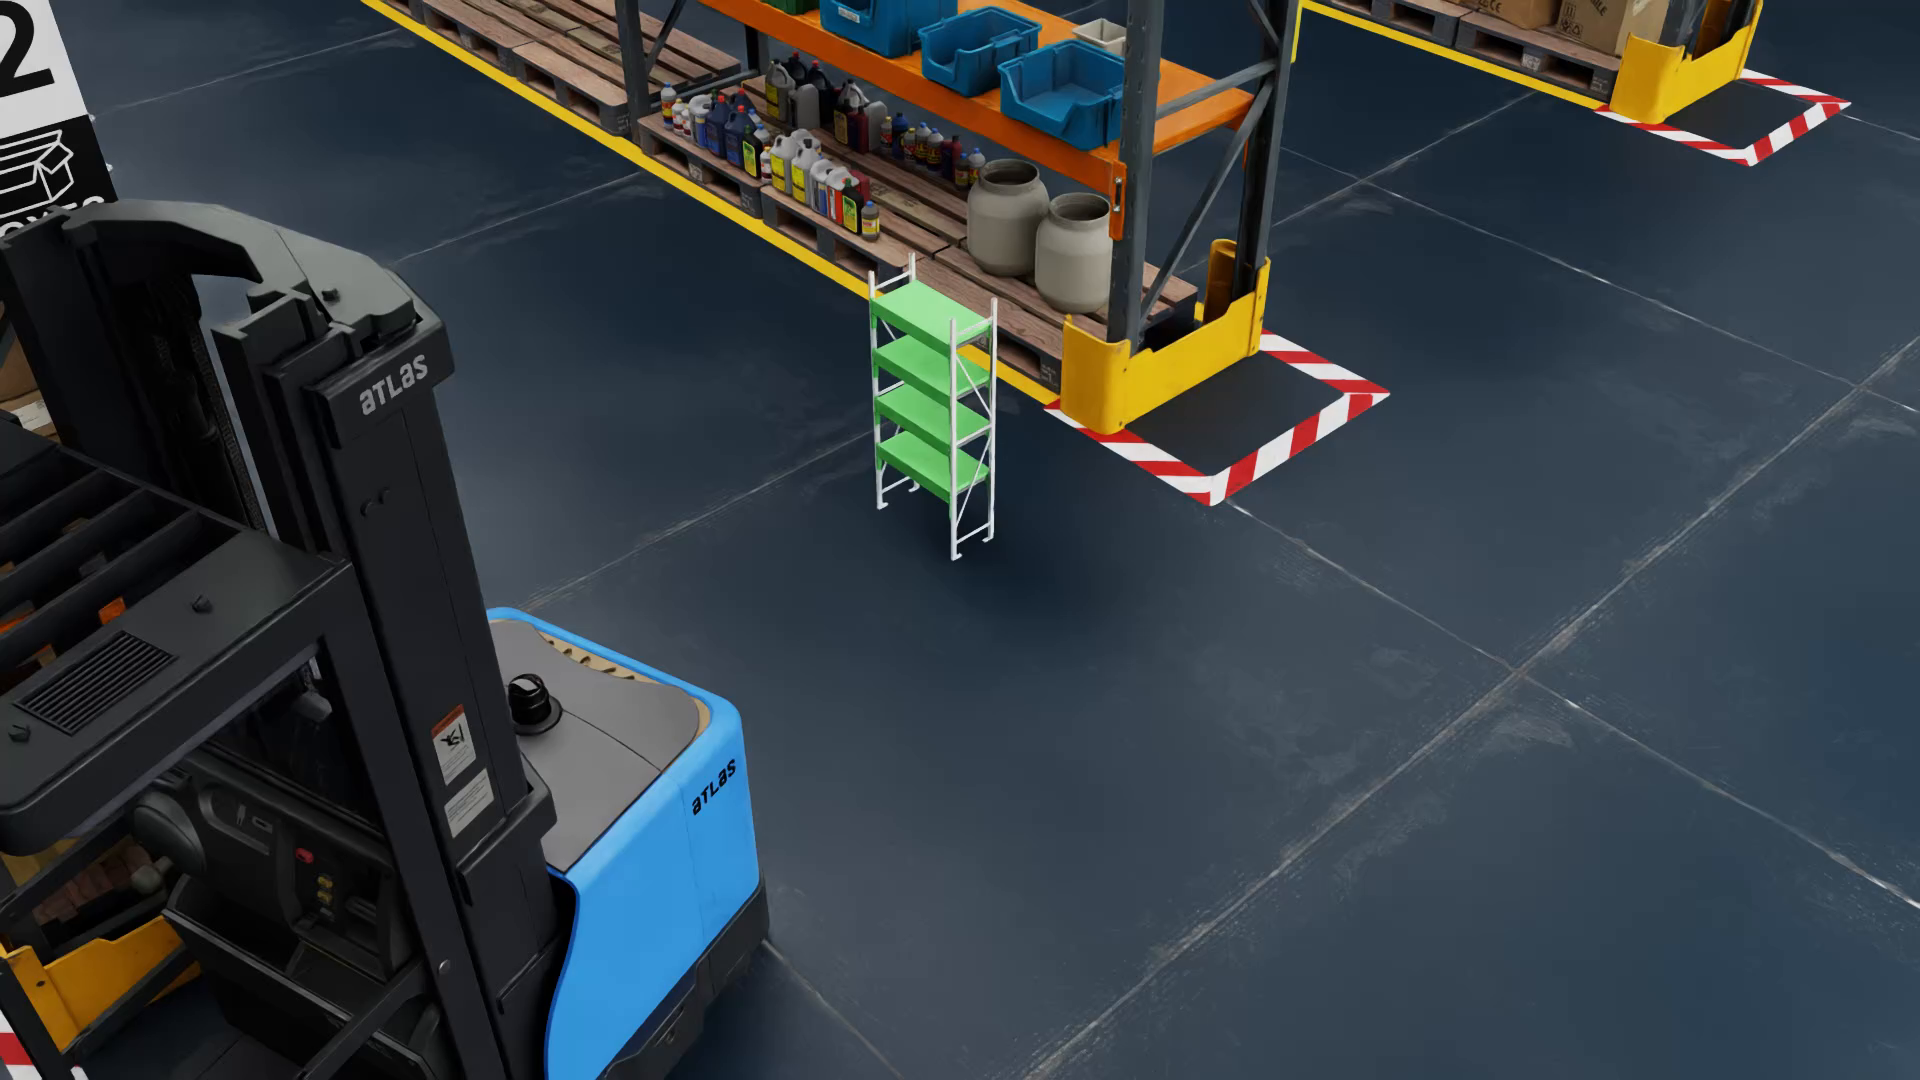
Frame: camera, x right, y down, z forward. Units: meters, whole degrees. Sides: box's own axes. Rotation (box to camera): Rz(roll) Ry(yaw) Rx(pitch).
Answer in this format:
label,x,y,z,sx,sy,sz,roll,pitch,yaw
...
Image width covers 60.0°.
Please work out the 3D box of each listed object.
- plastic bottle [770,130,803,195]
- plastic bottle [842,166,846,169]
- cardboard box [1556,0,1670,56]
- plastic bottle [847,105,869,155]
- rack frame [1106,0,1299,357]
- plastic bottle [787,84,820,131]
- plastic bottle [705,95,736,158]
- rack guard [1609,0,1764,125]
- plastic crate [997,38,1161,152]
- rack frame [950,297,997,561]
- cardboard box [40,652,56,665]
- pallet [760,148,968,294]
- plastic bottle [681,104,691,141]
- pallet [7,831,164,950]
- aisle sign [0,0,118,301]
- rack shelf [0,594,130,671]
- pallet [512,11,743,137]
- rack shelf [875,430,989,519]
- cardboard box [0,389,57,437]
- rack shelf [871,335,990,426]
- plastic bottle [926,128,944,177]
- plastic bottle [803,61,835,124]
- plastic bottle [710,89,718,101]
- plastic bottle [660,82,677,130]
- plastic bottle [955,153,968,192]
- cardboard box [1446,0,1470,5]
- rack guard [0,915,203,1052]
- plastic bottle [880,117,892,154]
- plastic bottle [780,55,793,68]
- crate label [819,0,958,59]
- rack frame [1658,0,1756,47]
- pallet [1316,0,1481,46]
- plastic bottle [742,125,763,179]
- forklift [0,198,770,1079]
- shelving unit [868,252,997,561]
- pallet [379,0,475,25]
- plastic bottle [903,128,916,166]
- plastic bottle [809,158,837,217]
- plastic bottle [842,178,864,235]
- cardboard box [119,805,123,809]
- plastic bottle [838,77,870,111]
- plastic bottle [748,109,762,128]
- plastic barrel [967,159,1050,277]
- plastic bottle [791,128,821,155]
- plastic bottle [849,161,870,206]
label,x,y,z,sx,sy,sz,roll,pitch,yaw
plastic bottle,-0.962,-2.117,9.241,0.144,0.351,0.185,-30,48,-32
plastic bottle,-0.642,-1.959,9.165,0.097,0.201,0.097,0,39,0
cardboard box,4.326,-3.551,10.914,0.500,0.500,0.500,-21,44,-24
plastic bottle,-0.592,-2.388,9.631,0.061,0.283,0.133,-30,48,-32
rack frame,1.088,-1.959,7.288,1.000,3.000,0.127,-30,48,-32
plastic bottle,-0.932,-2.583,9.878,0.152,0.276,0.135,-30,48,-32
plastic bottle,-1.377,-2.401,9.593,0.144,0.351,0.185,-29,47,-31
rack guard,4.685,-3.126,10.723,1.175,0.500,0.348,-30,48,-32
plastic crate,0.529,-2.005,7.464,0.499,0.251,0.616,-30,48,-32
rack frame,0.053,-0.430,6.828,0.240,1.200,0.015,-30,48,-32
cardboard box,-3.102,0.186,5.890,0.500,0.500,0.500,-30,48,-32
pallet,-0.364,-1.832,9.350,1.003,0.211,1.213,-30,48,-32
plastic bottle,-1.587,-2.465,9.791,0.097,0.201,0.097,0,39,0
pallet,-3.111,0.893,5.976,1.003,0.211,1.213,-30,48,-32
aisle sign,-2.293,-0.967,3.991,0.394,0.787,0.004,-30,48,-32
rack shelf,-3.916,-0.501,6.056,1.077,0.370,4.000,-30,48,-32
pallet,-2.177,-3.072,10.886,1.003,0.211,1.213,-30,48,-32
rack shelf,-0.112,-0.307,7.159,0.258,0.148,0.480,-30,48,-32
cardboard box,-2.670,-0.420,4.787,0.380,0.149,0.250,-30,48,-32
rack shelf,-0.112,-0.680,6.857,0.258,0.148,0.480,-30,48,-32
plastic bottle,-0.140,-2.199,9.406,0.097,0.271,0.097,0,39,0
plastic bottle,-0.840,-2.686,9.947,0.185,0.351,0.144,32,49,33
plastic bottle,-1.408,-2.498,9.768,0.061,0.283,0.133,-30,48,-32
plastic bottle,-1.725,-2.586,9.886,0.097,0.271,0.097,0,39,0
plastic bottle,0.021,-2.061,9.291,0.097,0.201,0.097,0,39,0
cardboard box,3.487,-4.110,11.607,0.500,0.500,0.500,-25,45,-28
rack guard,-2.547,1.128,5.455,1.175,0.500,0.348,-30,48,-32
plastic bottle,-0.414,-2.359,9.660,0.097,0.201,0.097,0,39,0
plastic bottle,-1.049,-2.842,10.193,0.061,0.283,0.133,-28,46,-30
crate label,-0.356,-2.709,8.189,0.502,0.435,0.616,-30,48,-32
rack frame,4.736,-4.064,9.894,1.000,3.000,0.127,-30,48,-32
pallet,3.341,-3.969,11.997,1.003,0.211,1.213,-30,48,-32
plastic bottle,-1.168,-2.193,9.390,0.061,0.283,0.133,-28,47,-30
forklift,-1.804,0.839,3.878,1.130,2.935,3.031,20,43,23
shelving unit,-0.112,-0.543,6.968,0.258,1.200,0.503,-30,48,-32
pallet,-3.827,-4.201,12.284,1.003,0.211,1.213,-30,48,-32
plastic bottle,-0.275,-2.264,9.542,0.097,0.201,0.097,0,39,0
plastic bottle,-0.721,-1.926,9.066,0.152,0.276,0.135,-31,48,-33
plastic bottle,-0.570,-1.783,8.882,0.061,0.283,0.133,-29,47,-31
cardboard box,-2.762,0.708,5.840,0.500,0.250,0.500,-30,48,-32
plastic bottle,-0.621,-2.537,9.762,0.144,0.351,0.185,-30,48,-32
plastic bottle,-1.190,-2.354,9.599,0.097,0.271,0.097,0,39,0
plastic barrel,0.248,-1.658,8.562,0.421,0.512,0.421,0,39,0
plastic bottle,-0.870,-2.162,9.357,0.152,0.276,0.135,-30,48,-32
plastic bottle,-0.549,-1.911,9.040,0.061,0.283,0.133,-30,48,-32
